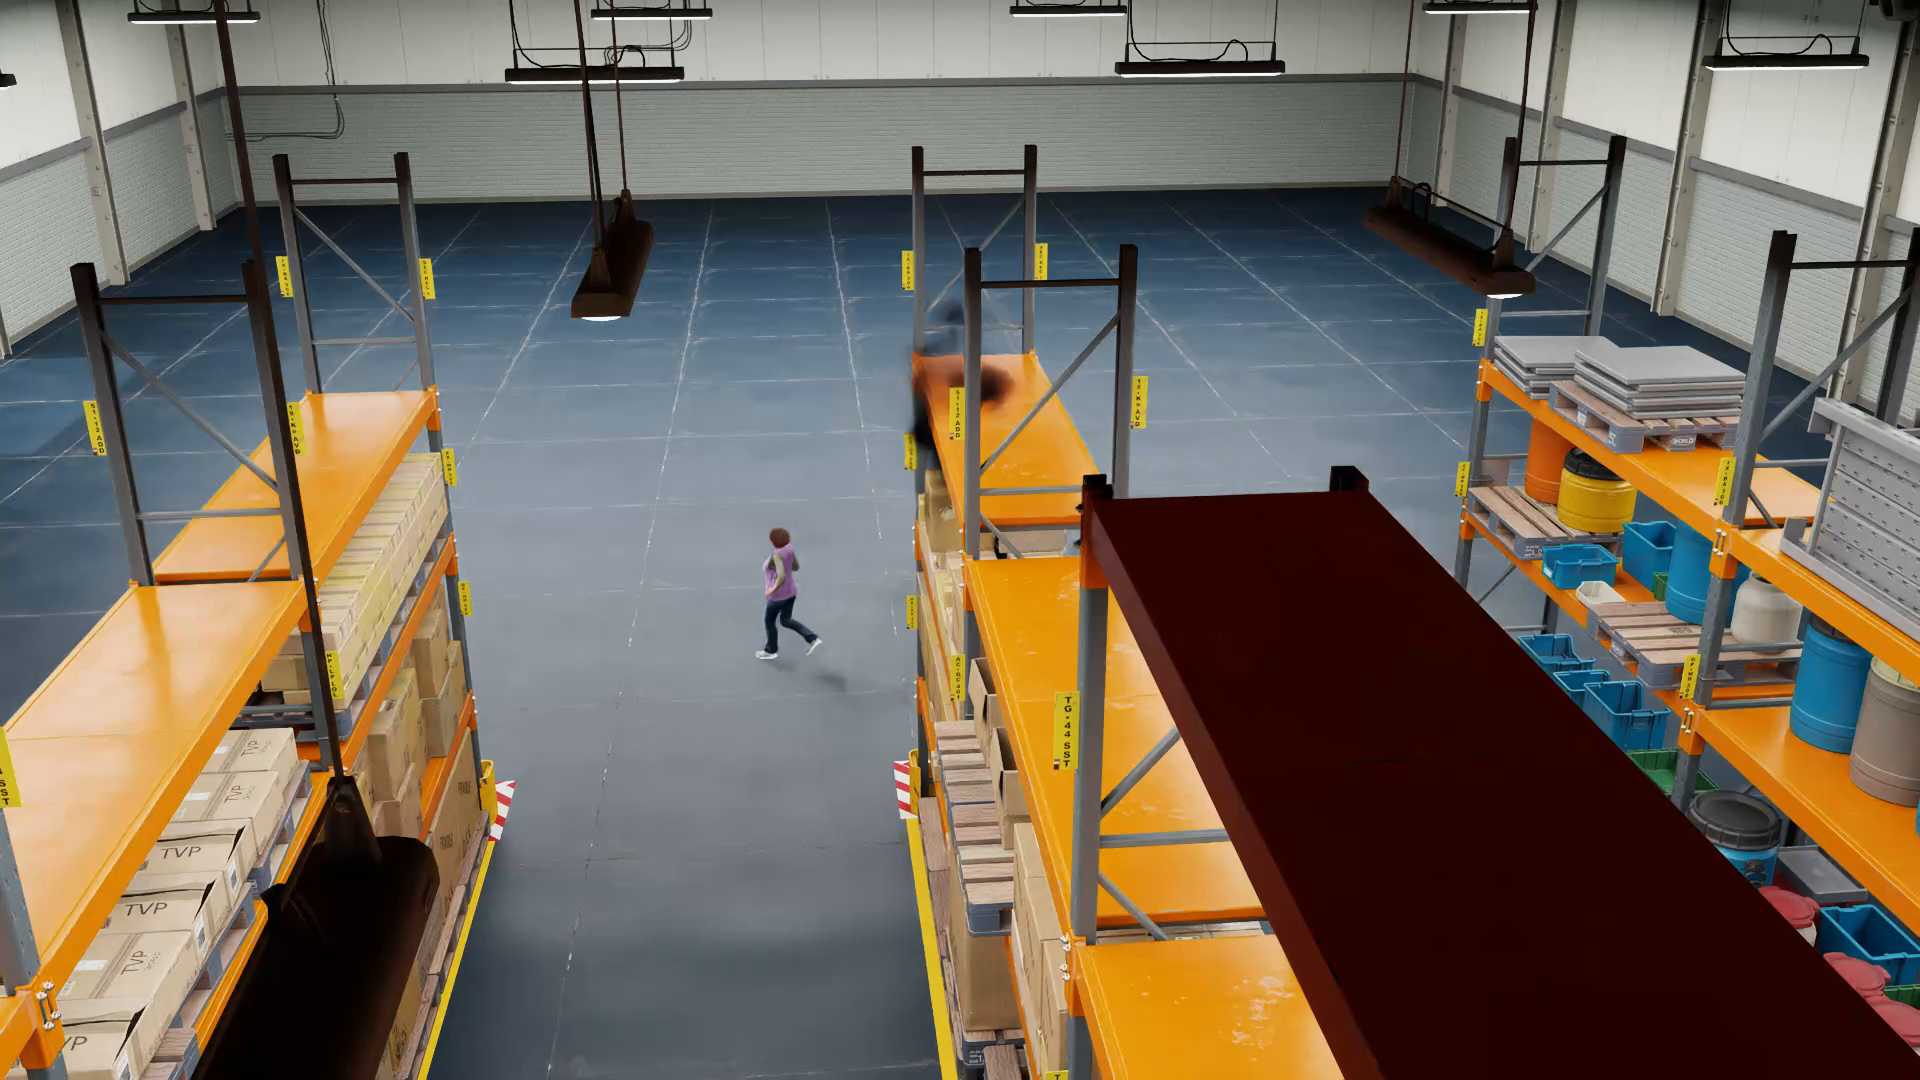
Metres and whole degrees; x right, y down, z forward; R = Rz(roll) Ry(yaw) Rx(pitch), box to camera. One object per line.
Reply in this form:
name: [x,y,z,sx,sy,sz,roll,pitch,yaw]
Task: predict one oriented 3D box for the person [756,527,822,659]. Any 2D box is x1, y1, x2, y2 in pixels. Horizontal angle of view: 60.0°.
person: [-1.887,0.612,17.952,0.839,1.592,0.545,12,24,27]
